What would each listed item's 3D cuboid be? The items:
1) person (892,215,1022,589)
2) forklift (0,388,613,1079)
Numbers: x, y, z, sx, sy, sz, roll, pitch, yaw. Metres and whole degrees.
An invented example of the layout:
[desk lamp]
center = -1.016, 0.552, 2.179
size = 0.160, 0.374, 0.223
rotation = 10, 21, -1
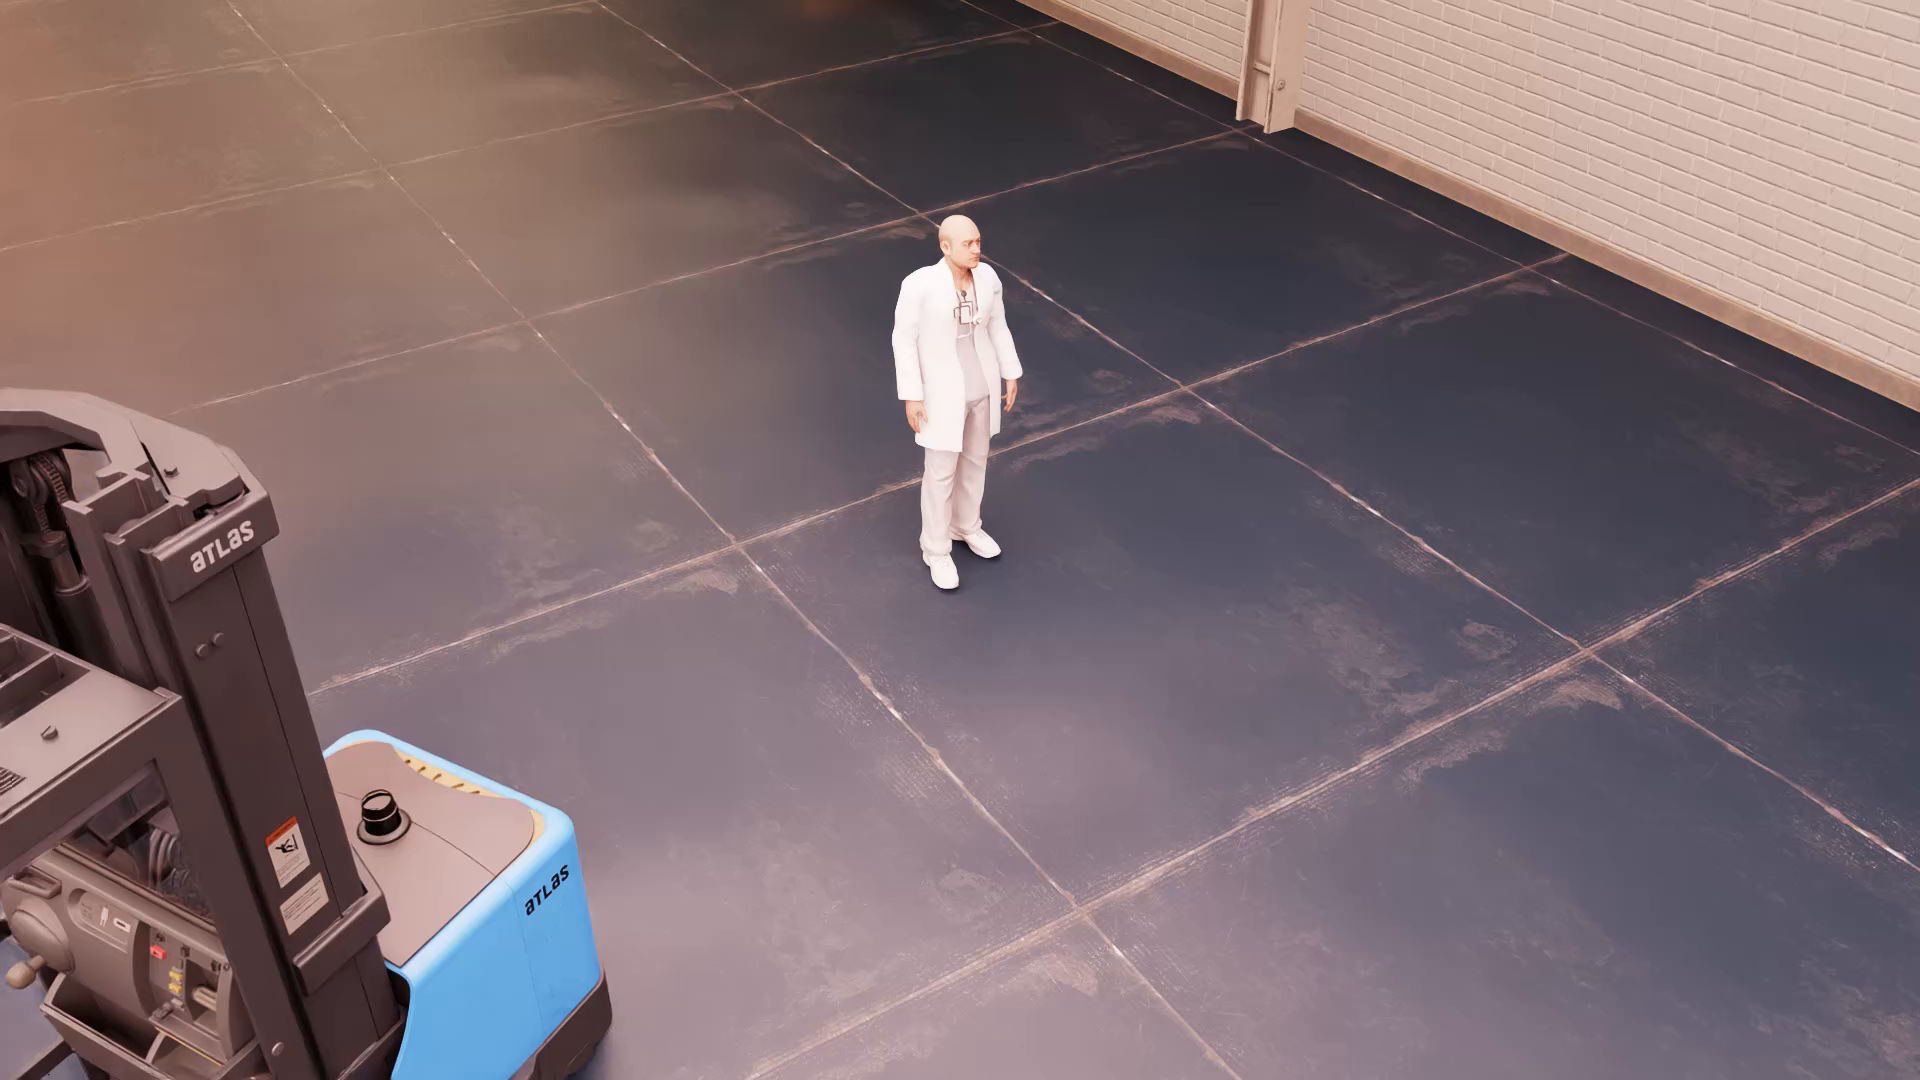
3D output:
[person]
center = 0.045, -0.688, 8.118
size = 0.696, 1.775, 0.581
rotation = -21, 40, -27
[forklift]
center = -2.424, 1.205, 4.433
size = 1.130, 2.935, 3.031
rotation = 18, 39, 23
